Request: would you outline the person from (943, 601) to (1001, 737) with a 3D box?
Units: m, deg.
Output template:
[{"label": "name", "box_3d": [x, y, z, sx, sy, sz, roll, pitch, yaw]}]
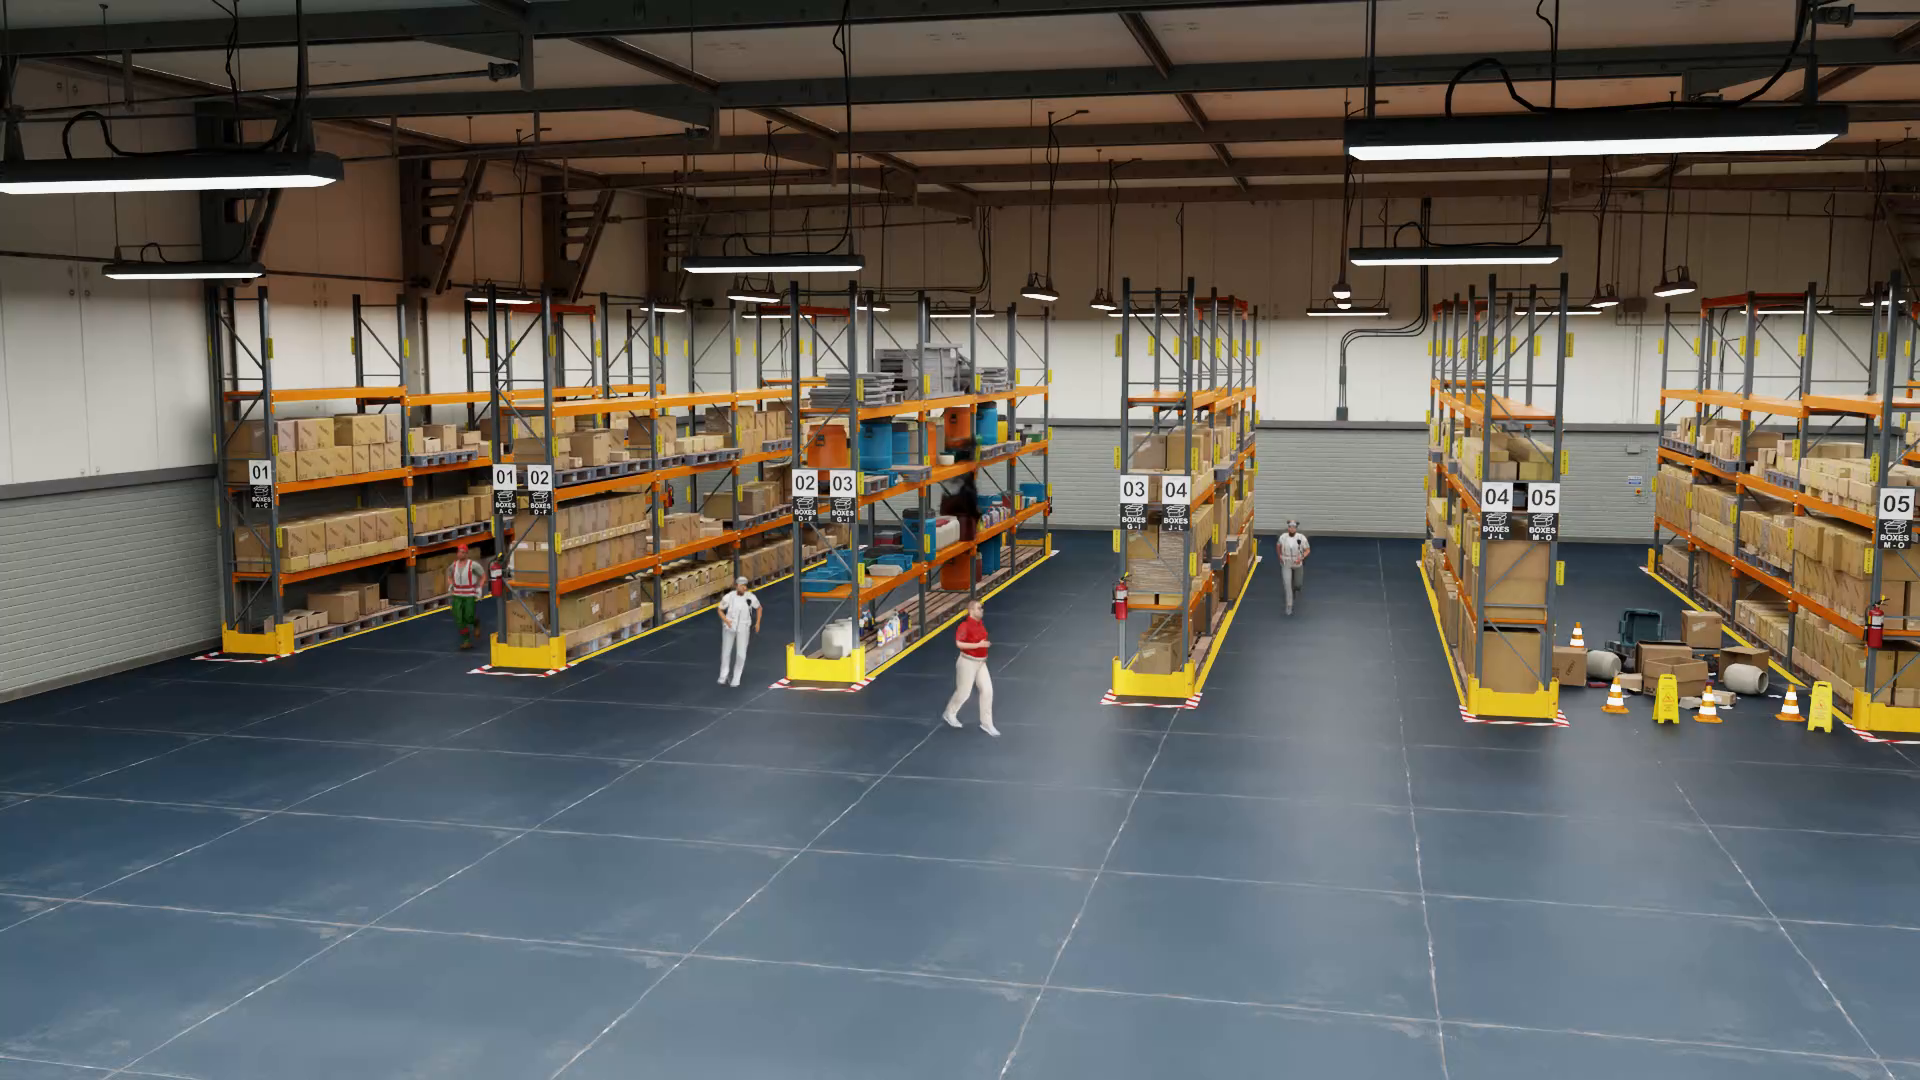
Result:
[{"label": "person", "box_3d": [0.121, 1.660, 21.658, 0.859, 1.758, 0.633, 5, 8, 36]}]

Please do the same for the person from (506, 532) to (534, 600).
[{"label": "person", "box_3d": [-7.953, 0.637, 30.266, 0.691, 1.764, 0.918, 1, 7, 9]}]

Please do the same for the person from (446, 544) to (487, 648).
[{"label": "person", "box_3d": [-8.314, 0.934, 27.933, 0.664, 1.743, 0.633, 1, 7, 7]}]

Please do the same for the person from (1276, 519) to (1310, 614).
[{"label": "person", "box_3d": [6.393, 0.490, 31.928, 0.634, 1.787, 1.104, 1, 7, 9]}]

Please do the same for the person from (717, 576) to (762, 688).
[{"label": "person", "box_3d": [-3.303, 1.366, 24.730, 0.645, 1.672, 0.623, -1, 7, -8]}]
